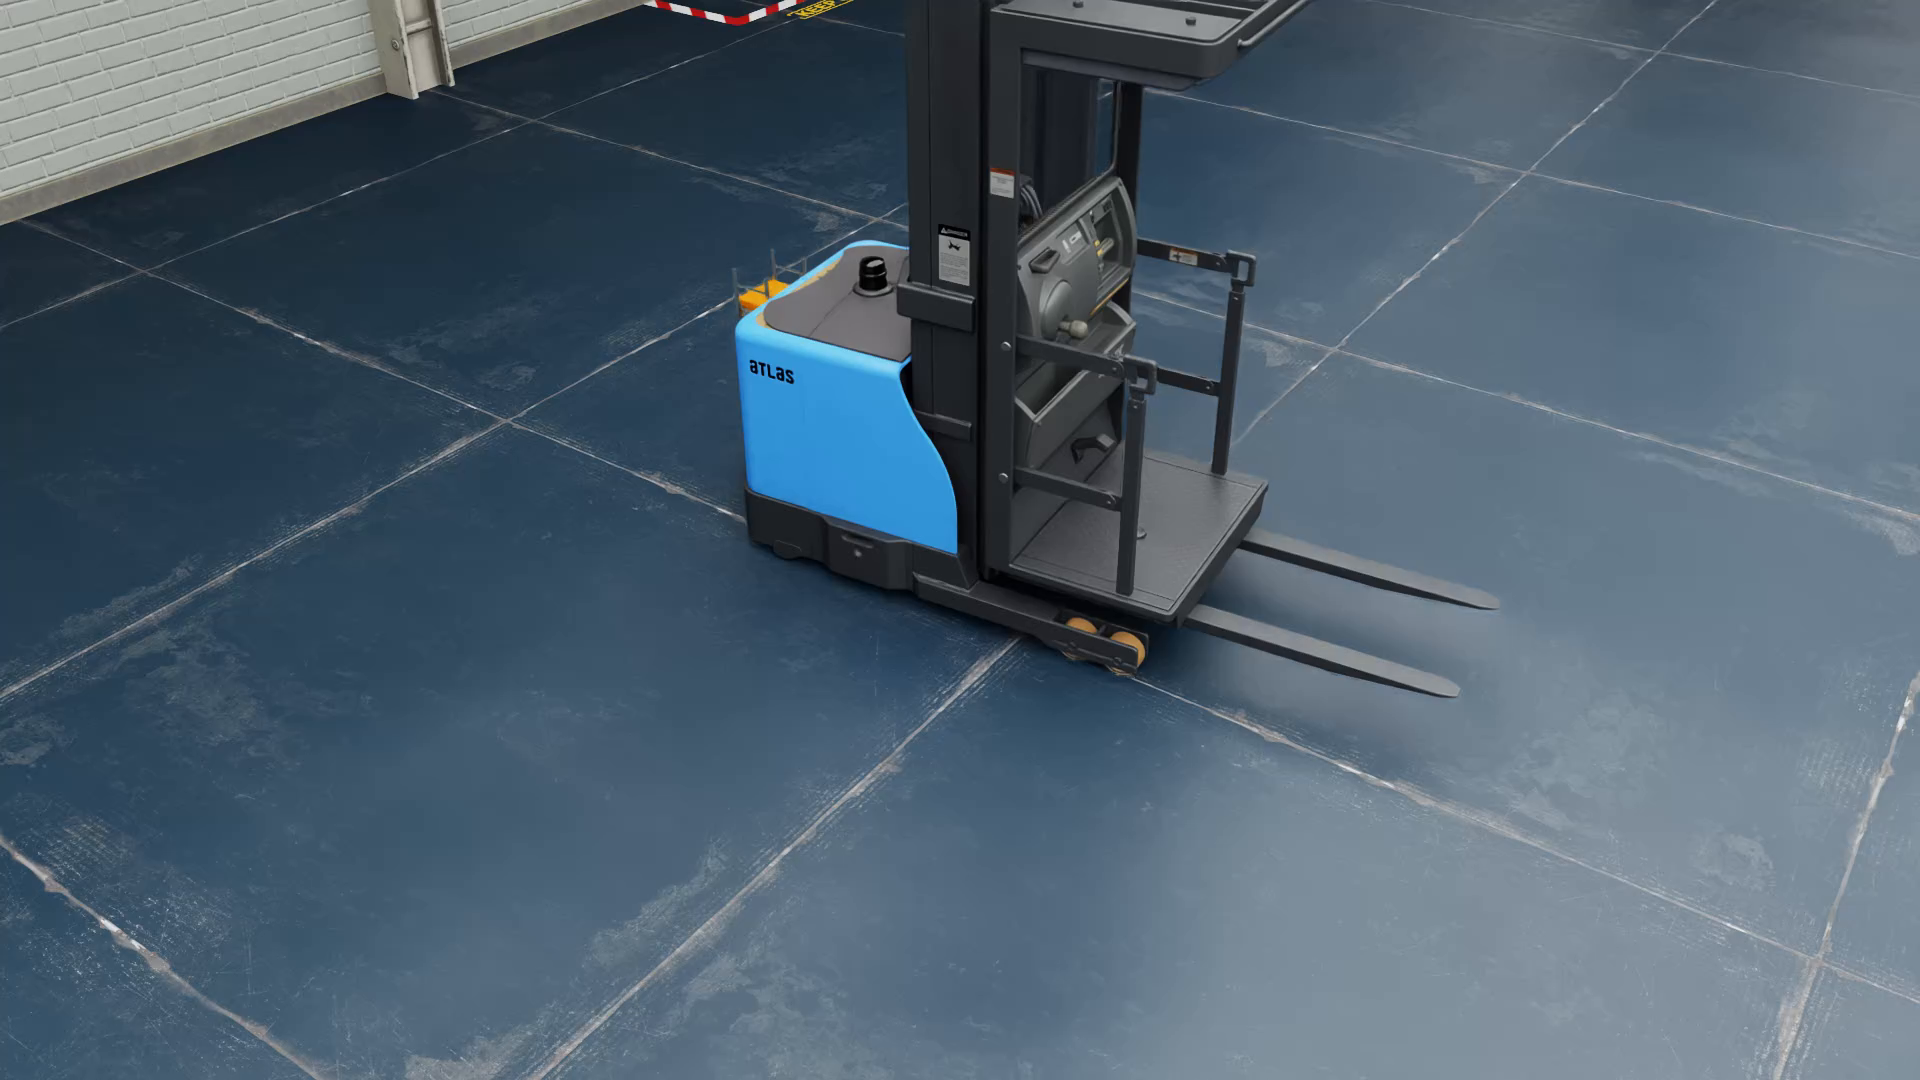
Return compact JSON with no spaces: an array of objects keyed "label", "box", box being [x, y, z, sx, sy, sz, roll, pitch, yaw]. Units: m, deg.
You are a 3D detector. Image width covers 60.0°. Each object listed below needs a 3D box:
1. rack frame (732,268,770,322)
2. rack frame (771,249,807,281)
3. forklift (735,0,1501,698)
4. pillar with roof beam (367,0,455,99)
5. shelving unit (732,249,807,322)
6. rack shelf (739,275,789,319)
[{"label":"rack frame","box":[-0.875,-0.687,7.322,0.200,1.050,0.008,21,39,31]},{"label":"rack frame","box":[-0.729,-0.796,7.484,0.200,1.050,0.008,21,39,31]},{"label":"forklift","box":[0.626,-1.029,6.155,3.031,2.935,1.130,17,38,23]},{"label":"pillar with roof beam","box":[-0.399,-5.650,7.572,9.100,9.000,0.400,21,39,28]},{"label":"shelving unit","box":[-0.802,-0.742,7.403,0.215,1.050,0.252,21,39,31]},{"label":"rack shelf","box":[-0.810,-0.971,7.255,0.215,0.259,0.240,21,39,31]}]
